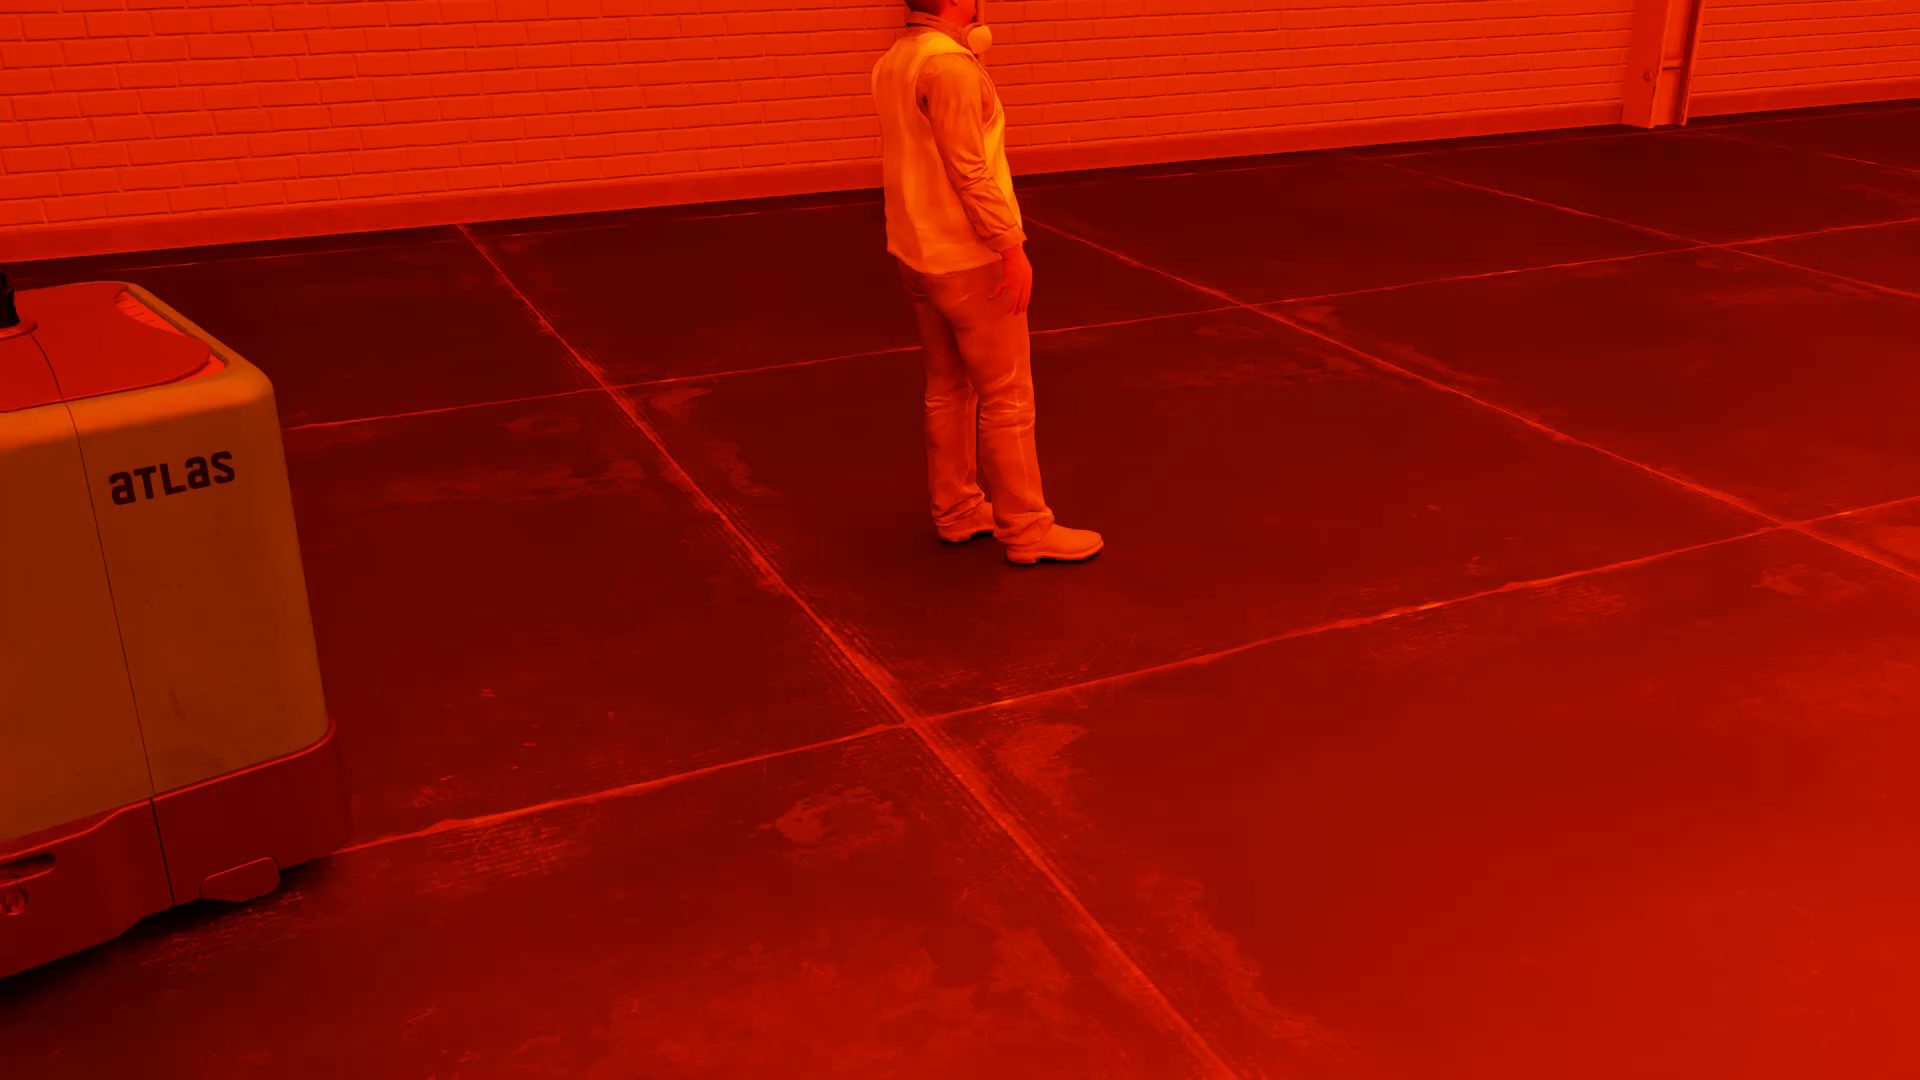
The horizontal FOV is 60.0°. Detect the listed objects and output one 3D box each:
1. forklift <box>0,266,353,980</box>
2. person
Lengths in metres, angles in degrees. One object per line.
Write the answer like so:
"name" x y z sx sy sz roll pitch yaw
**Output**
"forklift" -2.730 -0.462 2.398 3.031 2.935 1.130 -17 28 -35
"person" 0.059 -0.833 4.781 0.568 1.773 0.632 -10 25 -23
